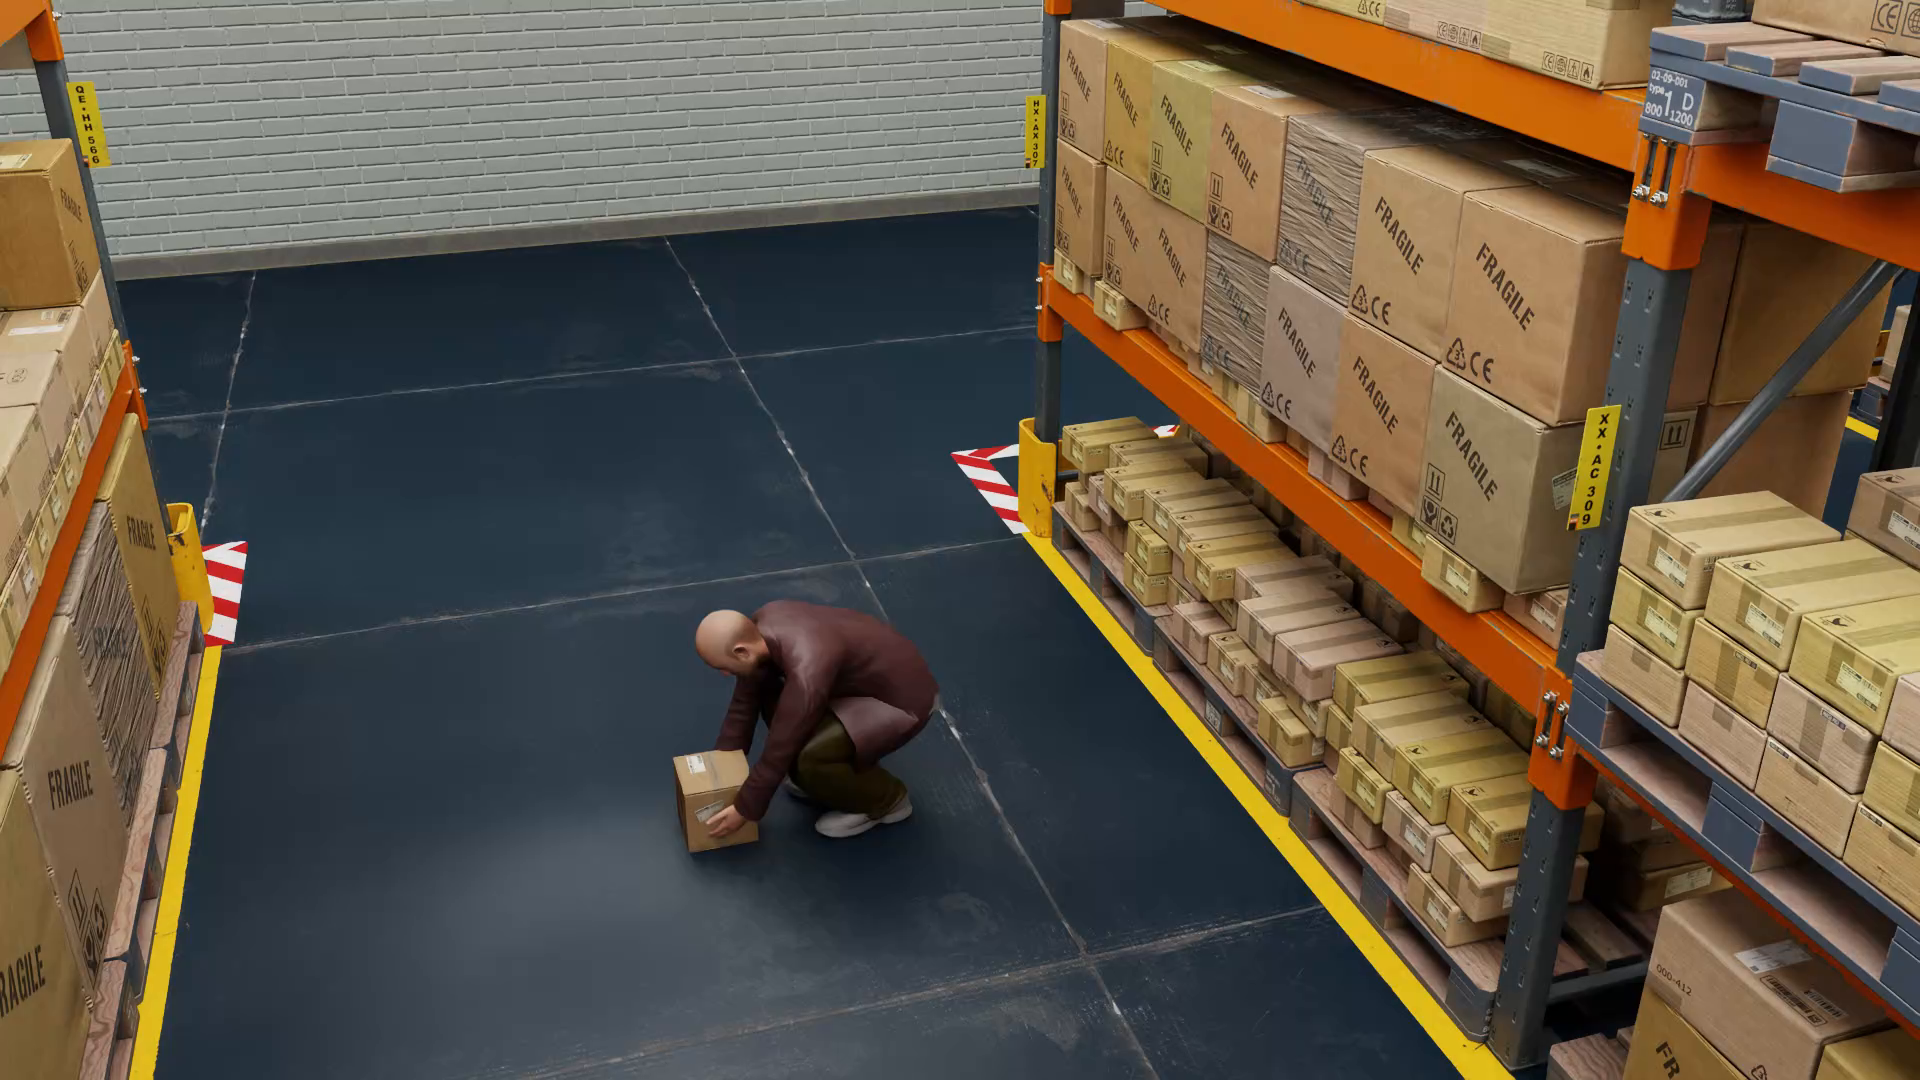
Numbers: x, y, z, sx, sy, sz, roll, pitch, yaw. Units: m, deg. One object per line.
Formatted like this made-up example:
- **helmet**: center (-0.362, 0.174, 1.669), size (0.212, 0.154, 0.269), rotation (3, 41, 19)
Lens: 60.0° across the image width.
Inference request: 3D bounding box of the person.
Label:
- **person**: center (-0.514, 0.602, 5.909), size (0.908, 0.891, 0.603), rotation (-8, 27, -16)
